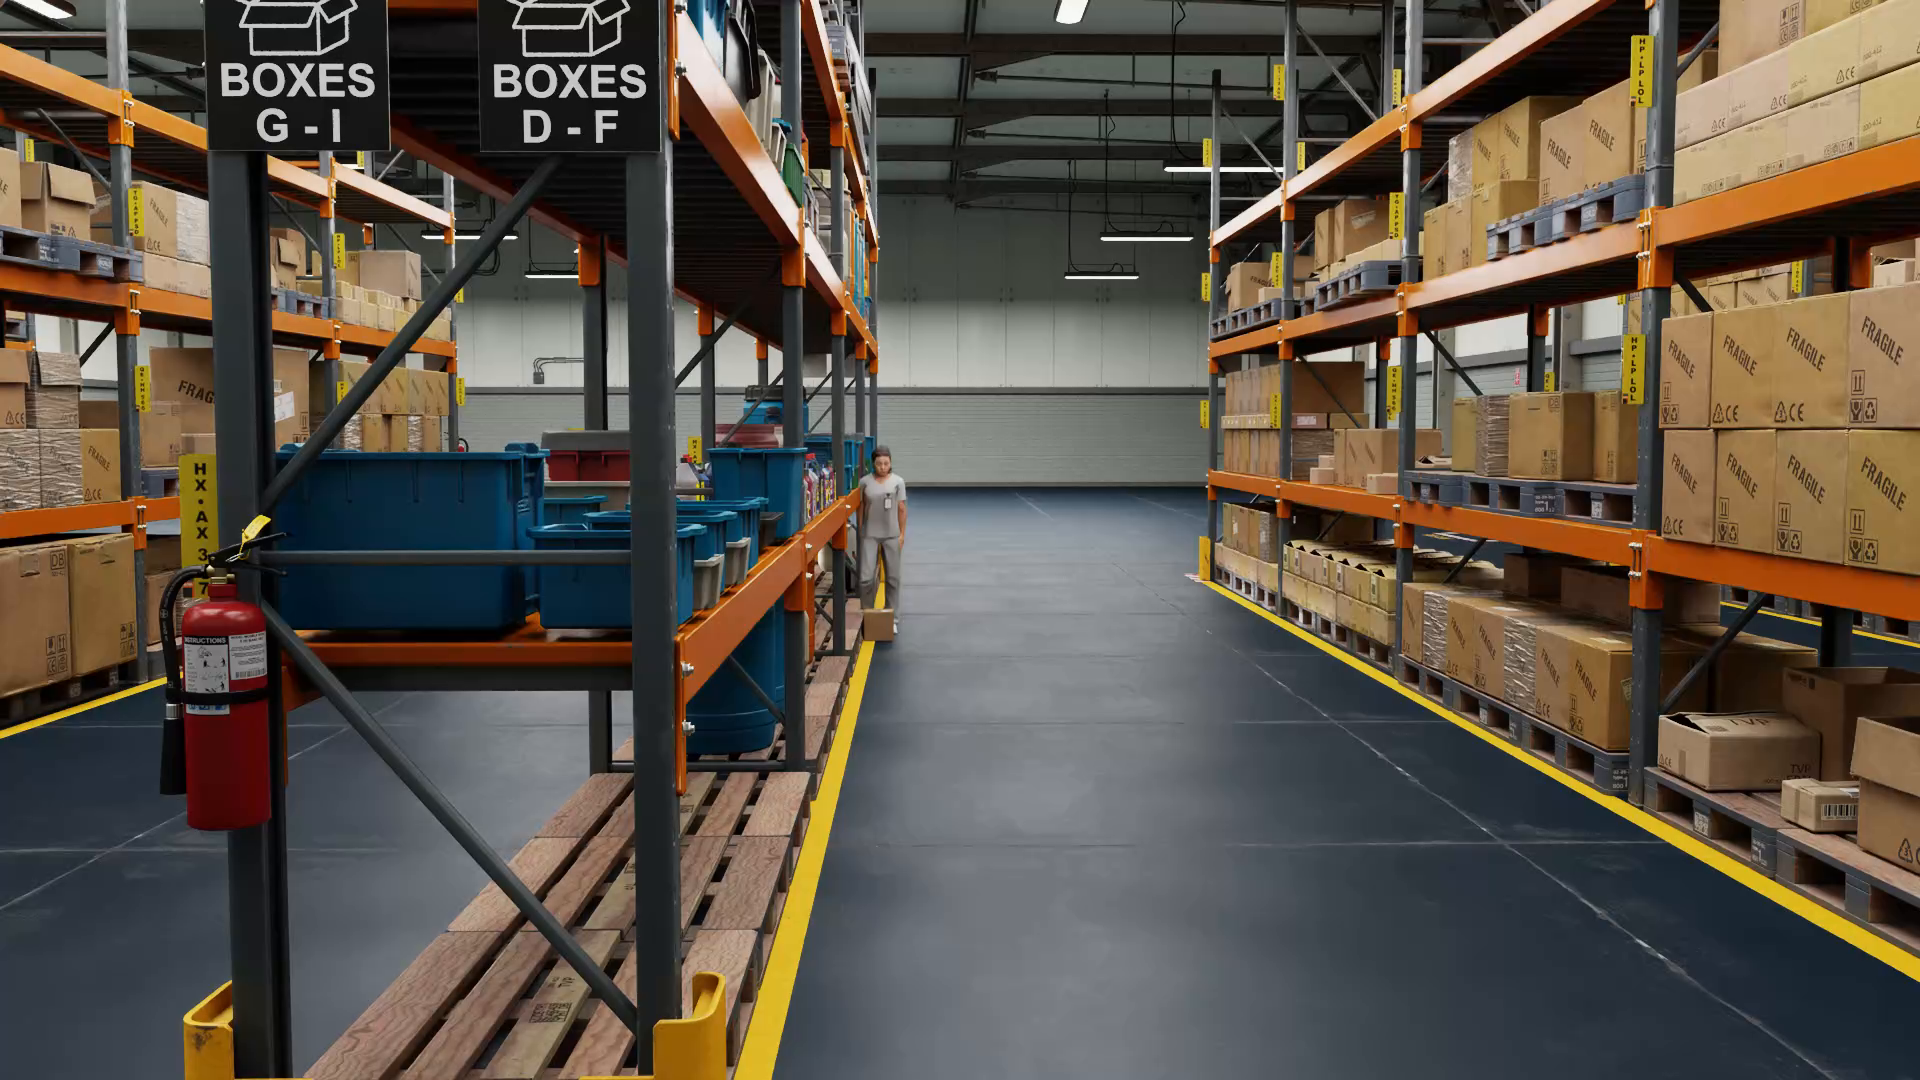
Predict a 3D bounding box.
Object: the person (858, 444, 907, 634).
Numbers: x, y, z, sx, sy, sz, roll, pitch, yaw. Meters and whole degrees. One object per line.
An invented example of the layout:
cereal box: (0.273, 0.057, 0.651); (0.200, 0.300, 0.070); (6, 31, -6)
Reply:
person: (-0.687, -0.002, 14.685); (0.444, 1.654, 0.349); (0, 4, 0)
